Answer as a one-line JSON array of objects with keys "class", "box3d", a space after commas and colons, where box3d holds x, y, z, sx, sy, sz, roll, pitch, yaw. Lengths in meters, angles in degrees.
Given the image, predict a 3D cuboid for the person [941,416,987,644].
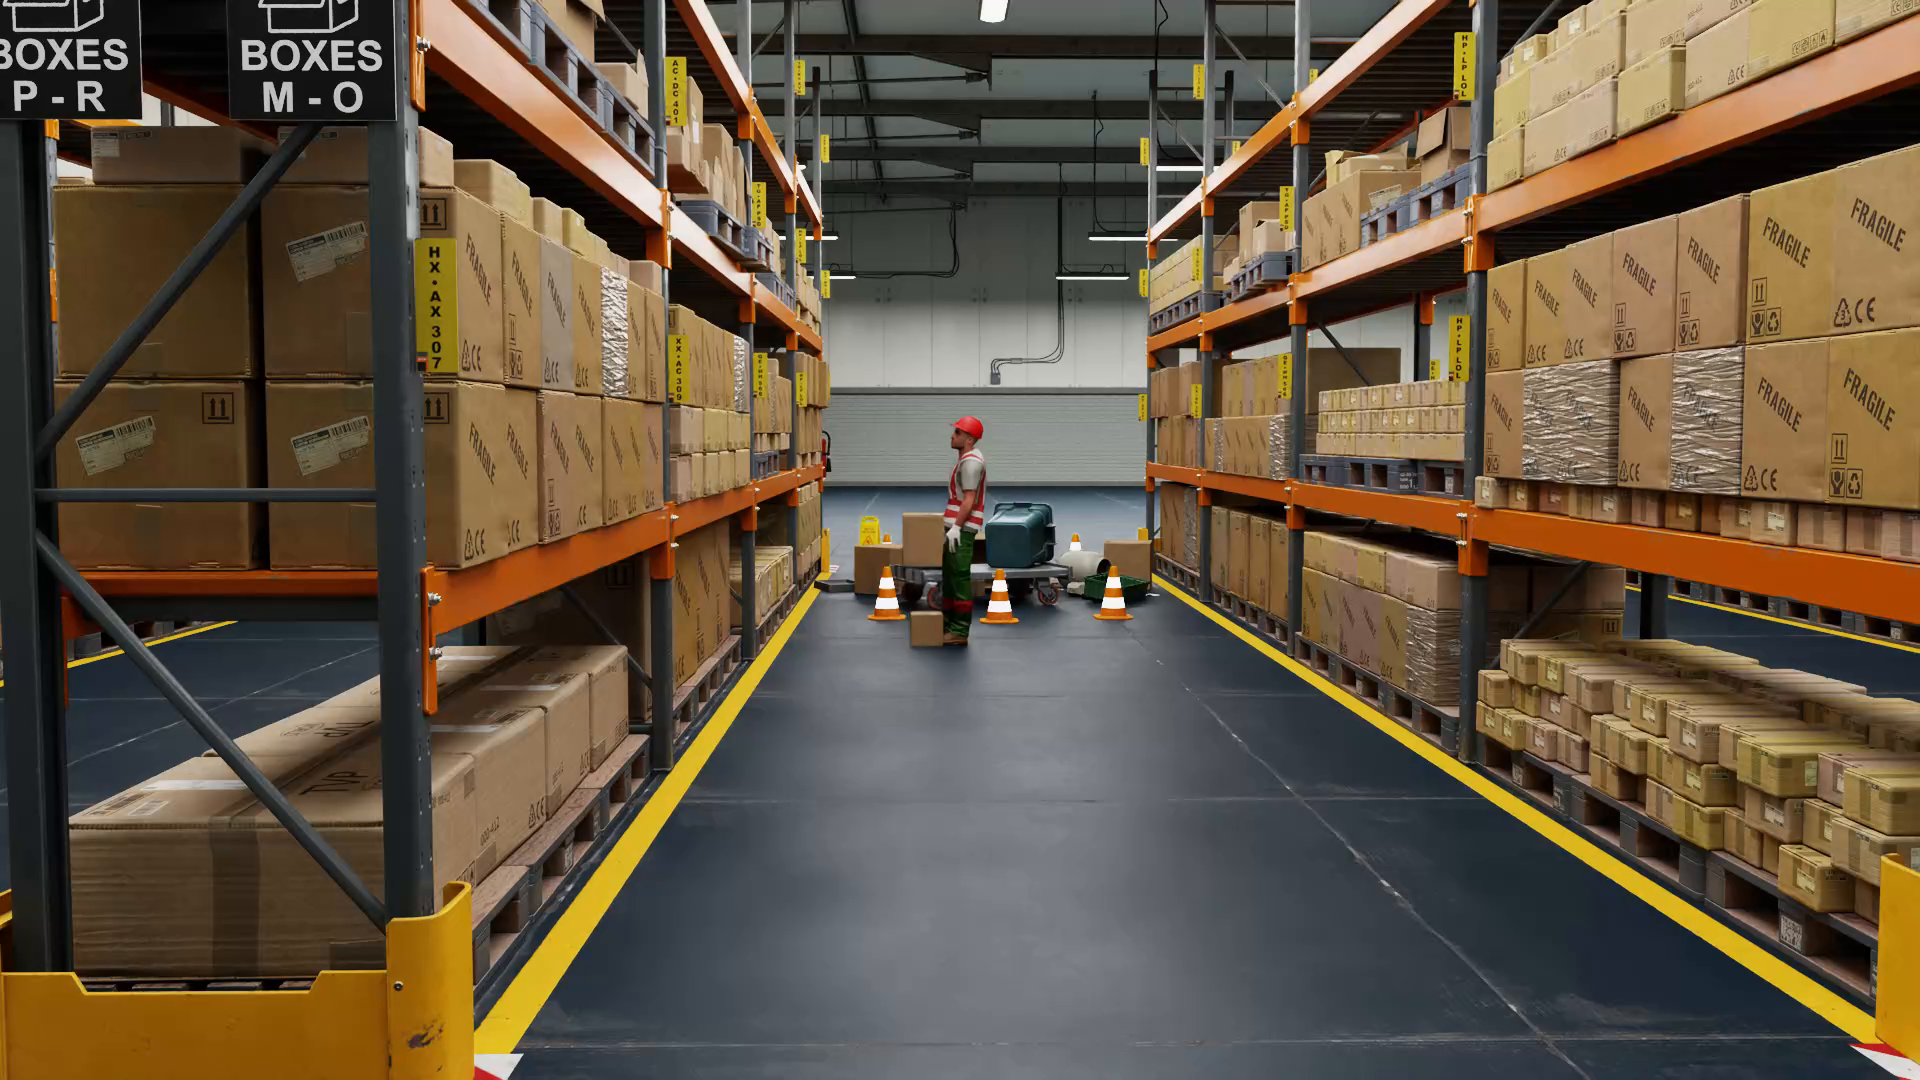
[{"class": "person", "box3d": [-0.072, -0.078, 13.063, 0.564, 1.788, 0.624, 0, 4, -1]}]
